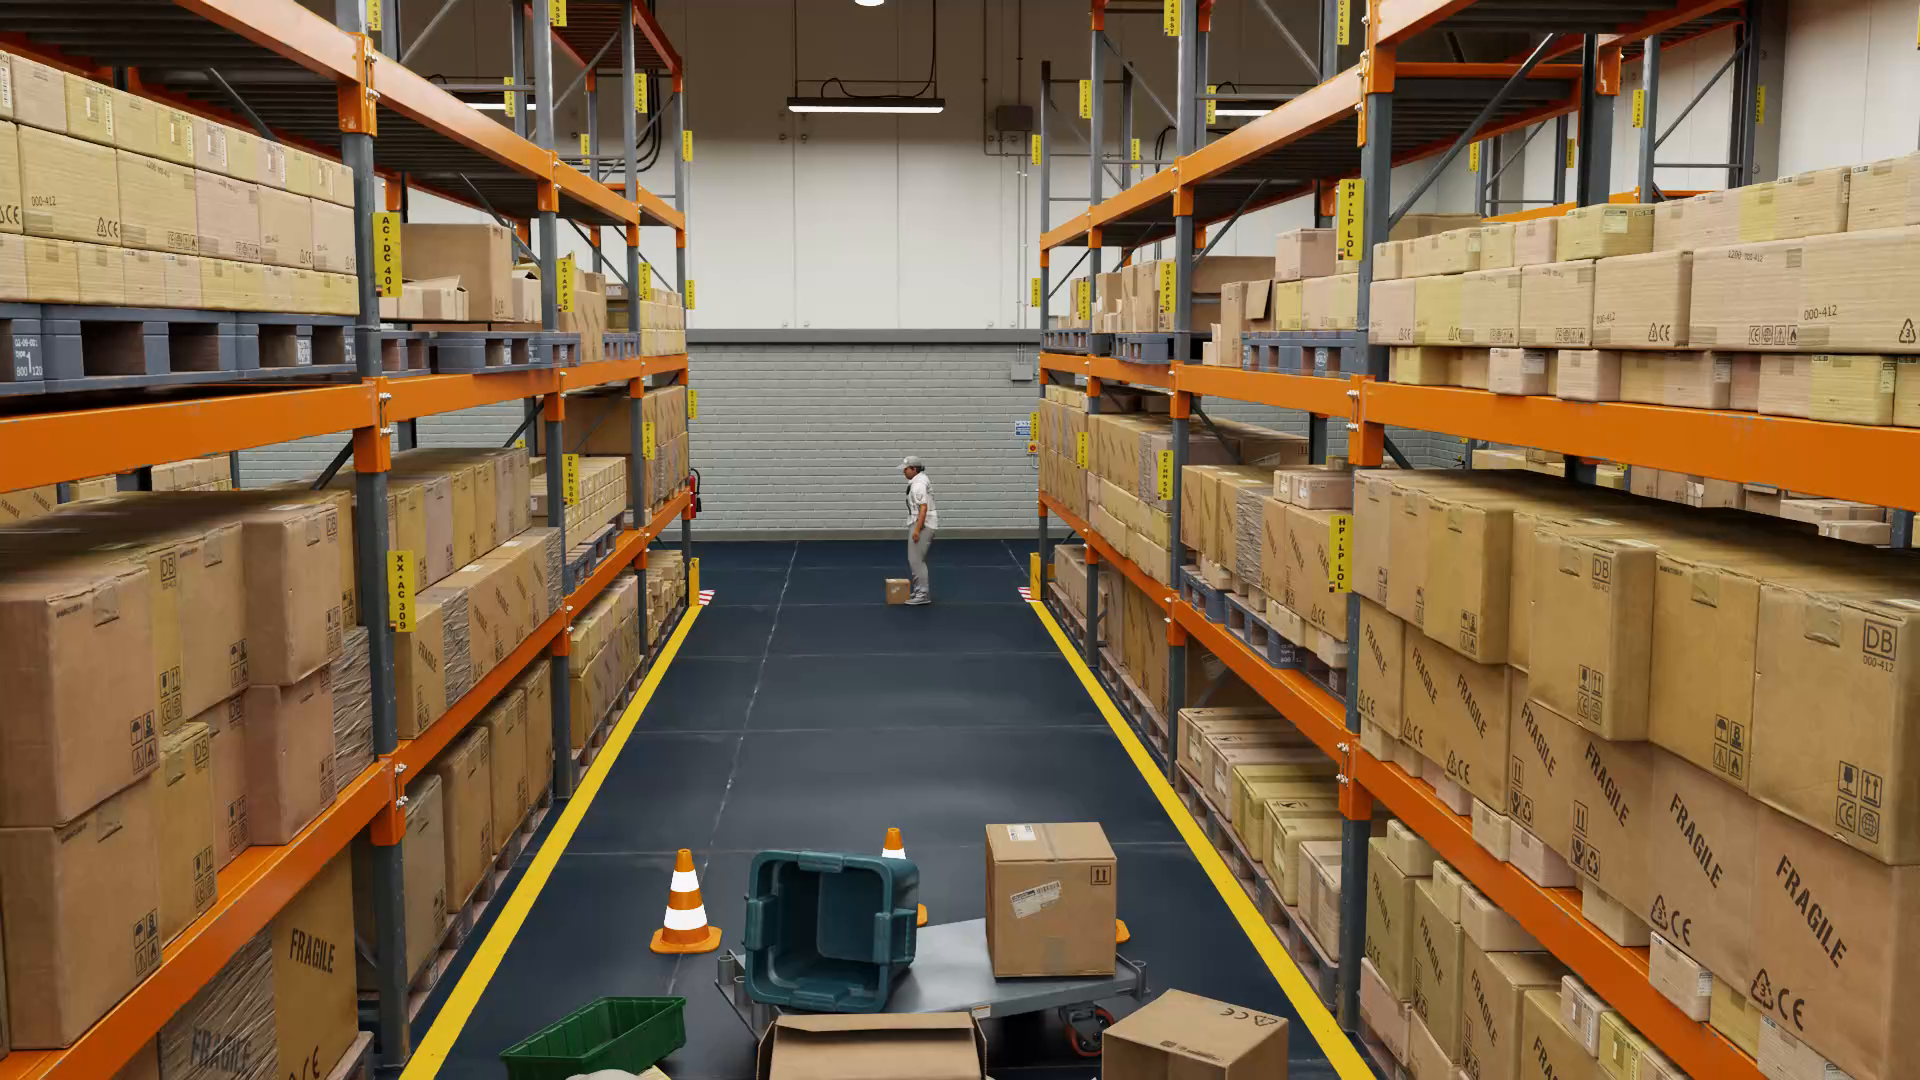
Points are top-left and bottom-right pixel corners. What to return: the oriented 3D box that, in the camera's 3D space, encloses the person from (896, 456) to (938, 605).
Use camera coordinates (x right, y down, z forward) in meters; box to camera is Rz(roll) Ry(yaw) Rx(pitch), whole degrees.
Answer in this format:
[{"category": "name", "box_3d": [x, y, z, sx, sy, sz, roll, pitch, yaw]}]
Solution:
[{"category": "person", "box_3d": [-0.480, -0.121, 18.719, 0.468, 1.666, 0.537, 0, 7, -3]}]
